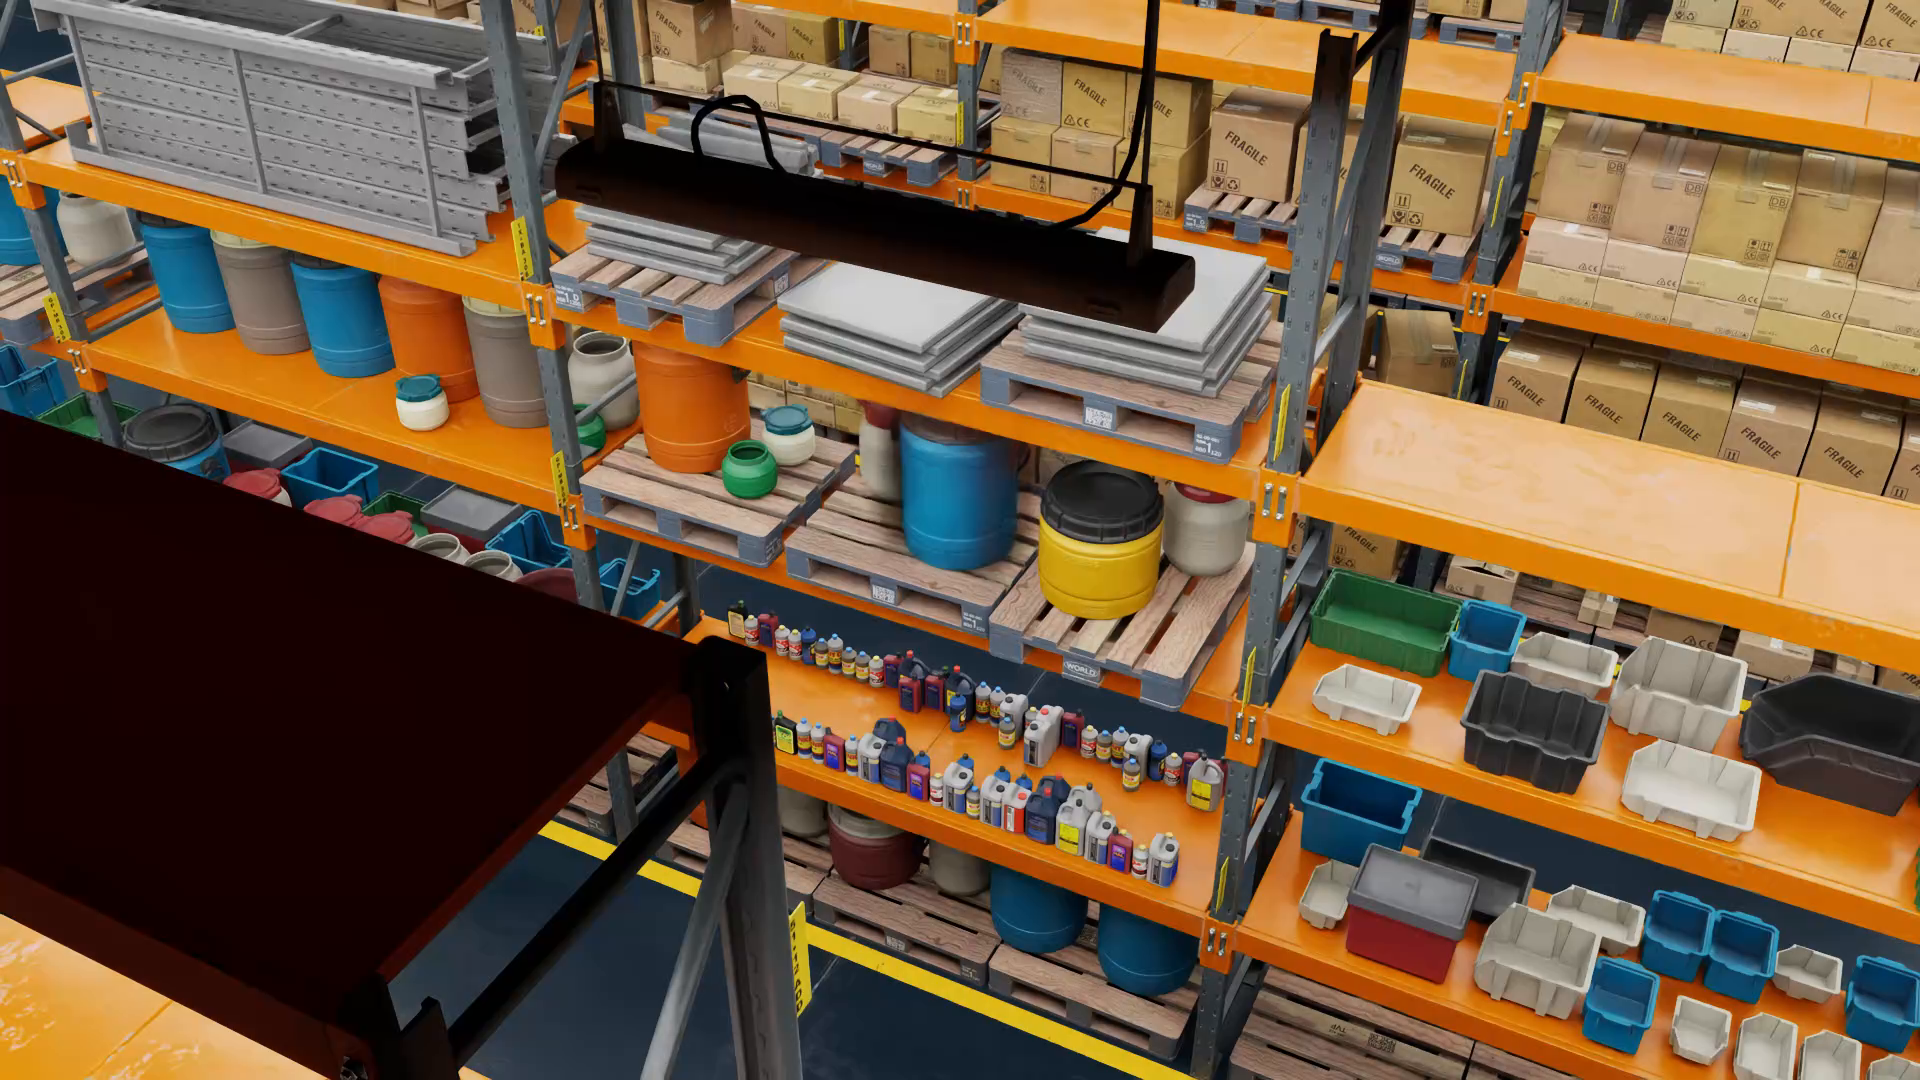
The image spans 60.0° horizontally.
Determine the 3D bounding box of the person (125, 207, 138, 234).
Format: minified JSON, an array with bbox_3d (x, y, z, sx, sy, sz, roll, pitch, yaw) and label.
[{"bbox_3d":[-8.990,-3.926,17.923,0.951,1.718,0.593,-6,36,-9],"label":"person"}]
